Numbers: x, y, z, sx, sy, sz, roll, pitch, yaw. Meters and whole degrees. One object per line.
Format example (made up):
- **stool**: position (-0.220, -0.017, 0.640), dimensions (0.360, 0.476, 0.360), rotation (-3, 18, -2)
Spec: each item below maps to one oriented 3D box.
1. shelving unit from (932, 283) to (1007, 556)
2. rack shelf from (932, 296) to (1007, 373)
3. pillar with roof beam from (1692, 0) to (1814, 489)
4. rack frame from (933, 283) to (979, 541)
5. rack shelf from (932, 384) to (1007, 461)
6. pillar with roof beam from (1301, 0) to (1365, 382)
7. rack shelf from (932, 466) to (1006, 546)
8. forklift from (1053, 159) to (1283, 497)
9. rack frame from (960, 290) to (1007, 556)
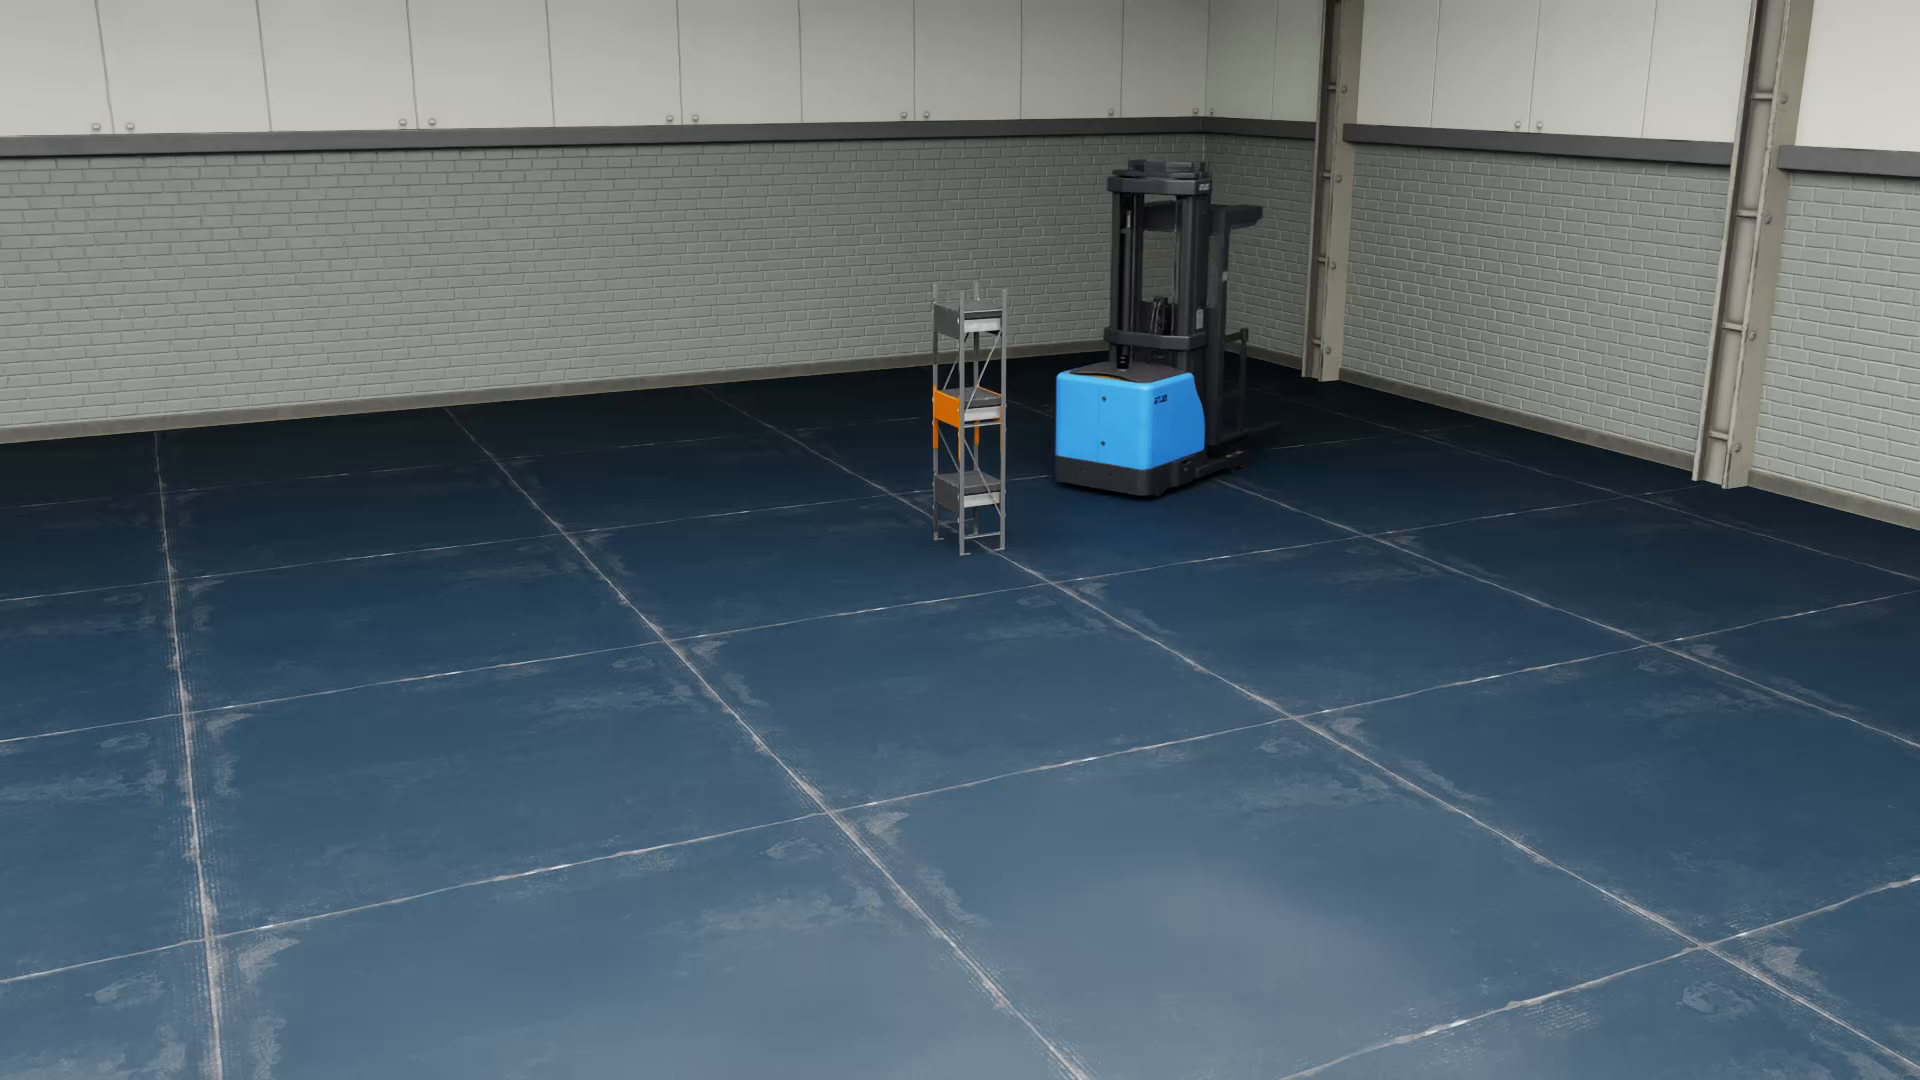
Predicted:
- **shelving unit**: position (0.072, -0.968, 13.318), dimensions (0.431, 2.100, 0.503), rotation (-8, 18, -25)
- **rack shelf**: position (0.072, -1.628, 13.129), dimensions (0.431, 0.518, 0.480), rotation (-8, 18, -25)
- **pillar with roof beam**: position (3.276, -4.345, 12.578), dimensions (9.100, 9.000, 0.400), rotation (-8, 18, -25)
- **rack frame**: position (-0.034, -1.029, 13.529), dimensions (0.400, 2.100, 0.015), rotation (-8, 18, -25)
- **rack shelf**: position (0.072, -0.955, 13.322), dimensions (0.431, 0.518, 0.480), rotation (-8, 18, -25)
- **pillar with roof beam**: position (0.648, -5.833, 17.763), dimensions (9.100, 9.000, 0.400), rotation (-8, 18, -25)
- **rack shelf**: position (0.073, -0.282, 13.515), dimensions (0.431, 0.518, 0.480), rotation (-8, 18, -25)
- **forklift**: position (2.158, -2.141, 15.899), dimensions (1.130, 2.935, 3.031), rotation (12, 20, 36)
- **rack frame**: position (0.179, -0.908, 13.107), dimensions (0.400, 2.100, 0.015), rotation (-8, 18, -25)
